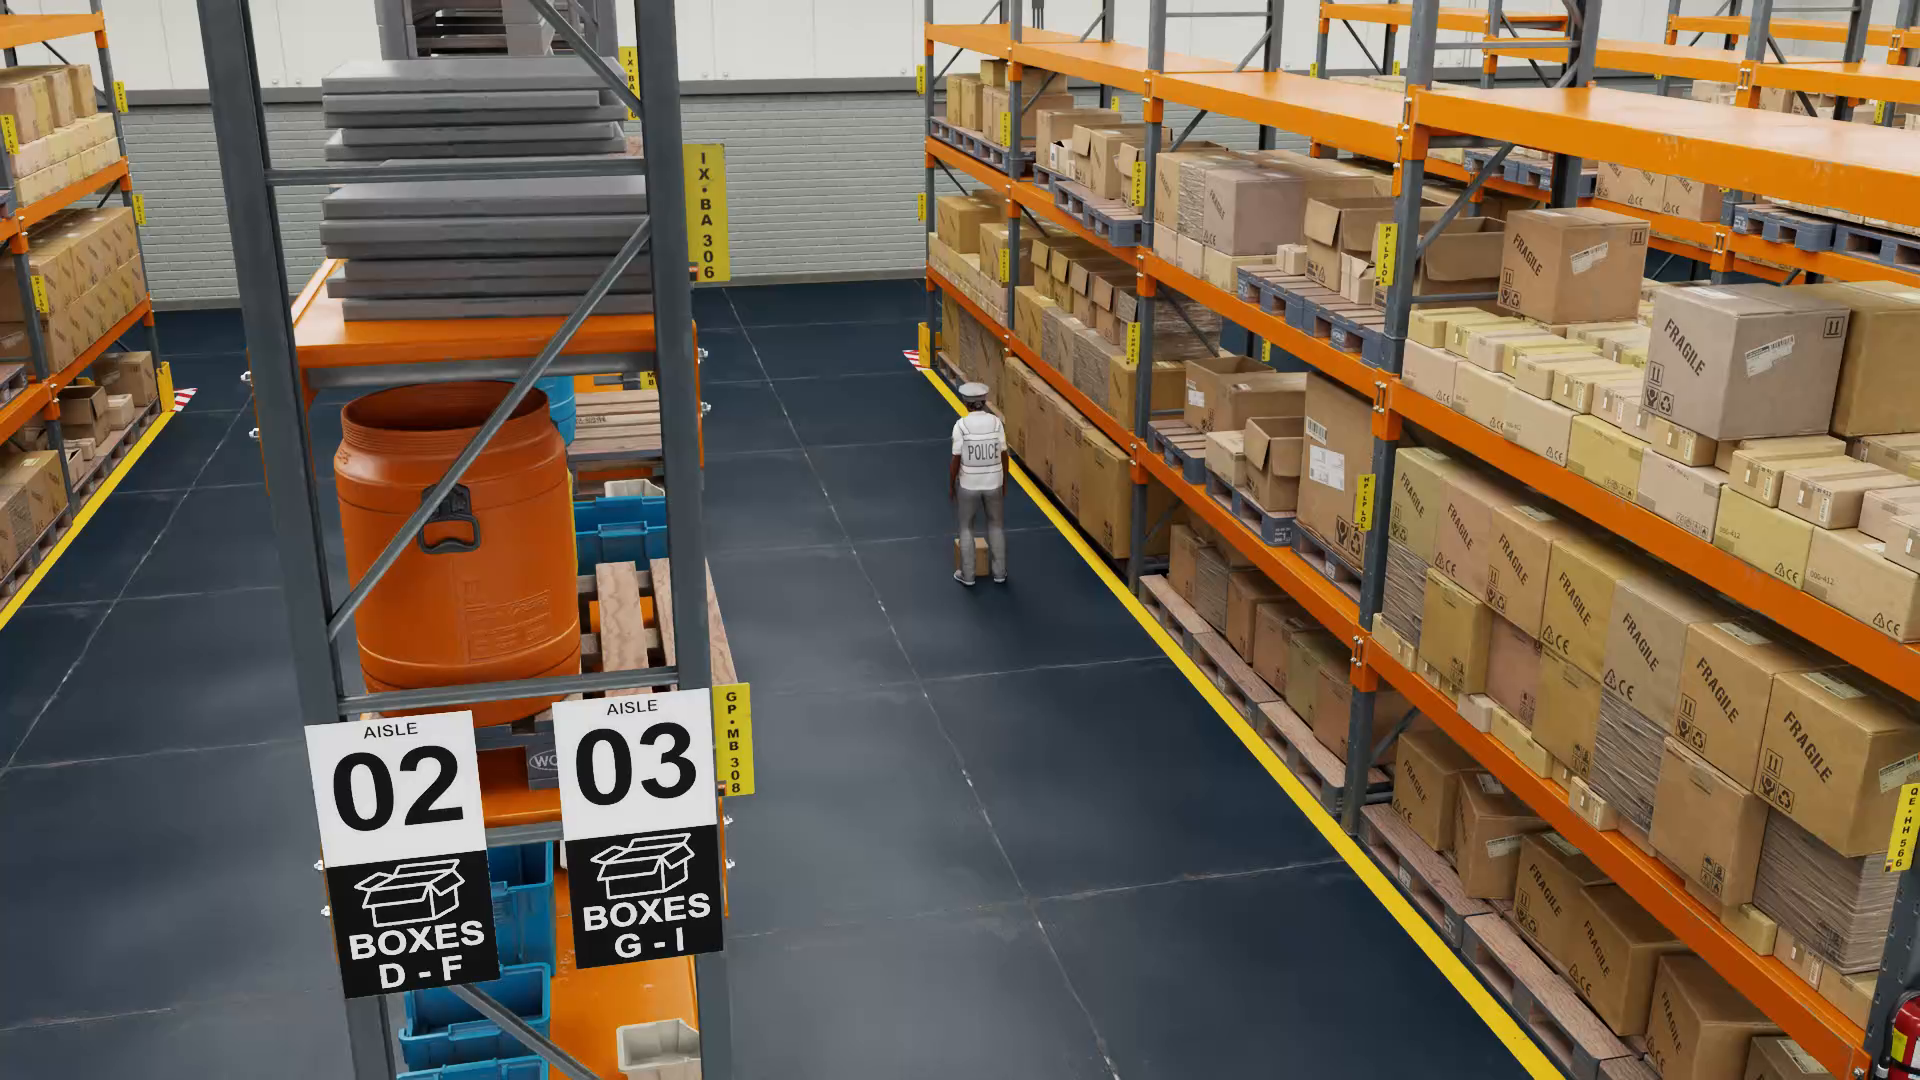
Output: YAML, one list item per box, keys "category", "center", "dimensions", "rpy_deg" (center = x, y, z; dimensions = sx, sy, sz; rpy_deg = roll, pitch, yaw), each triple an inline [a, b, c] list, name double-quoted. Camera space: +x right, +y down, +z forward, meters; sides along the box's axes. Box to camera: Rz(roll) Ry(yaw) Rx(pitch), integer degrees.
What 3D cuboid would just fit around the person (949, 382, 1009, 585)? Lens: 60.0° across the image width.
- category: "person"
  center: [0.160, -0.443, 13.582]
  dimensions: [0.517, 1.657, 0.400]
  rpy_deg: [-5, 20, -13]
